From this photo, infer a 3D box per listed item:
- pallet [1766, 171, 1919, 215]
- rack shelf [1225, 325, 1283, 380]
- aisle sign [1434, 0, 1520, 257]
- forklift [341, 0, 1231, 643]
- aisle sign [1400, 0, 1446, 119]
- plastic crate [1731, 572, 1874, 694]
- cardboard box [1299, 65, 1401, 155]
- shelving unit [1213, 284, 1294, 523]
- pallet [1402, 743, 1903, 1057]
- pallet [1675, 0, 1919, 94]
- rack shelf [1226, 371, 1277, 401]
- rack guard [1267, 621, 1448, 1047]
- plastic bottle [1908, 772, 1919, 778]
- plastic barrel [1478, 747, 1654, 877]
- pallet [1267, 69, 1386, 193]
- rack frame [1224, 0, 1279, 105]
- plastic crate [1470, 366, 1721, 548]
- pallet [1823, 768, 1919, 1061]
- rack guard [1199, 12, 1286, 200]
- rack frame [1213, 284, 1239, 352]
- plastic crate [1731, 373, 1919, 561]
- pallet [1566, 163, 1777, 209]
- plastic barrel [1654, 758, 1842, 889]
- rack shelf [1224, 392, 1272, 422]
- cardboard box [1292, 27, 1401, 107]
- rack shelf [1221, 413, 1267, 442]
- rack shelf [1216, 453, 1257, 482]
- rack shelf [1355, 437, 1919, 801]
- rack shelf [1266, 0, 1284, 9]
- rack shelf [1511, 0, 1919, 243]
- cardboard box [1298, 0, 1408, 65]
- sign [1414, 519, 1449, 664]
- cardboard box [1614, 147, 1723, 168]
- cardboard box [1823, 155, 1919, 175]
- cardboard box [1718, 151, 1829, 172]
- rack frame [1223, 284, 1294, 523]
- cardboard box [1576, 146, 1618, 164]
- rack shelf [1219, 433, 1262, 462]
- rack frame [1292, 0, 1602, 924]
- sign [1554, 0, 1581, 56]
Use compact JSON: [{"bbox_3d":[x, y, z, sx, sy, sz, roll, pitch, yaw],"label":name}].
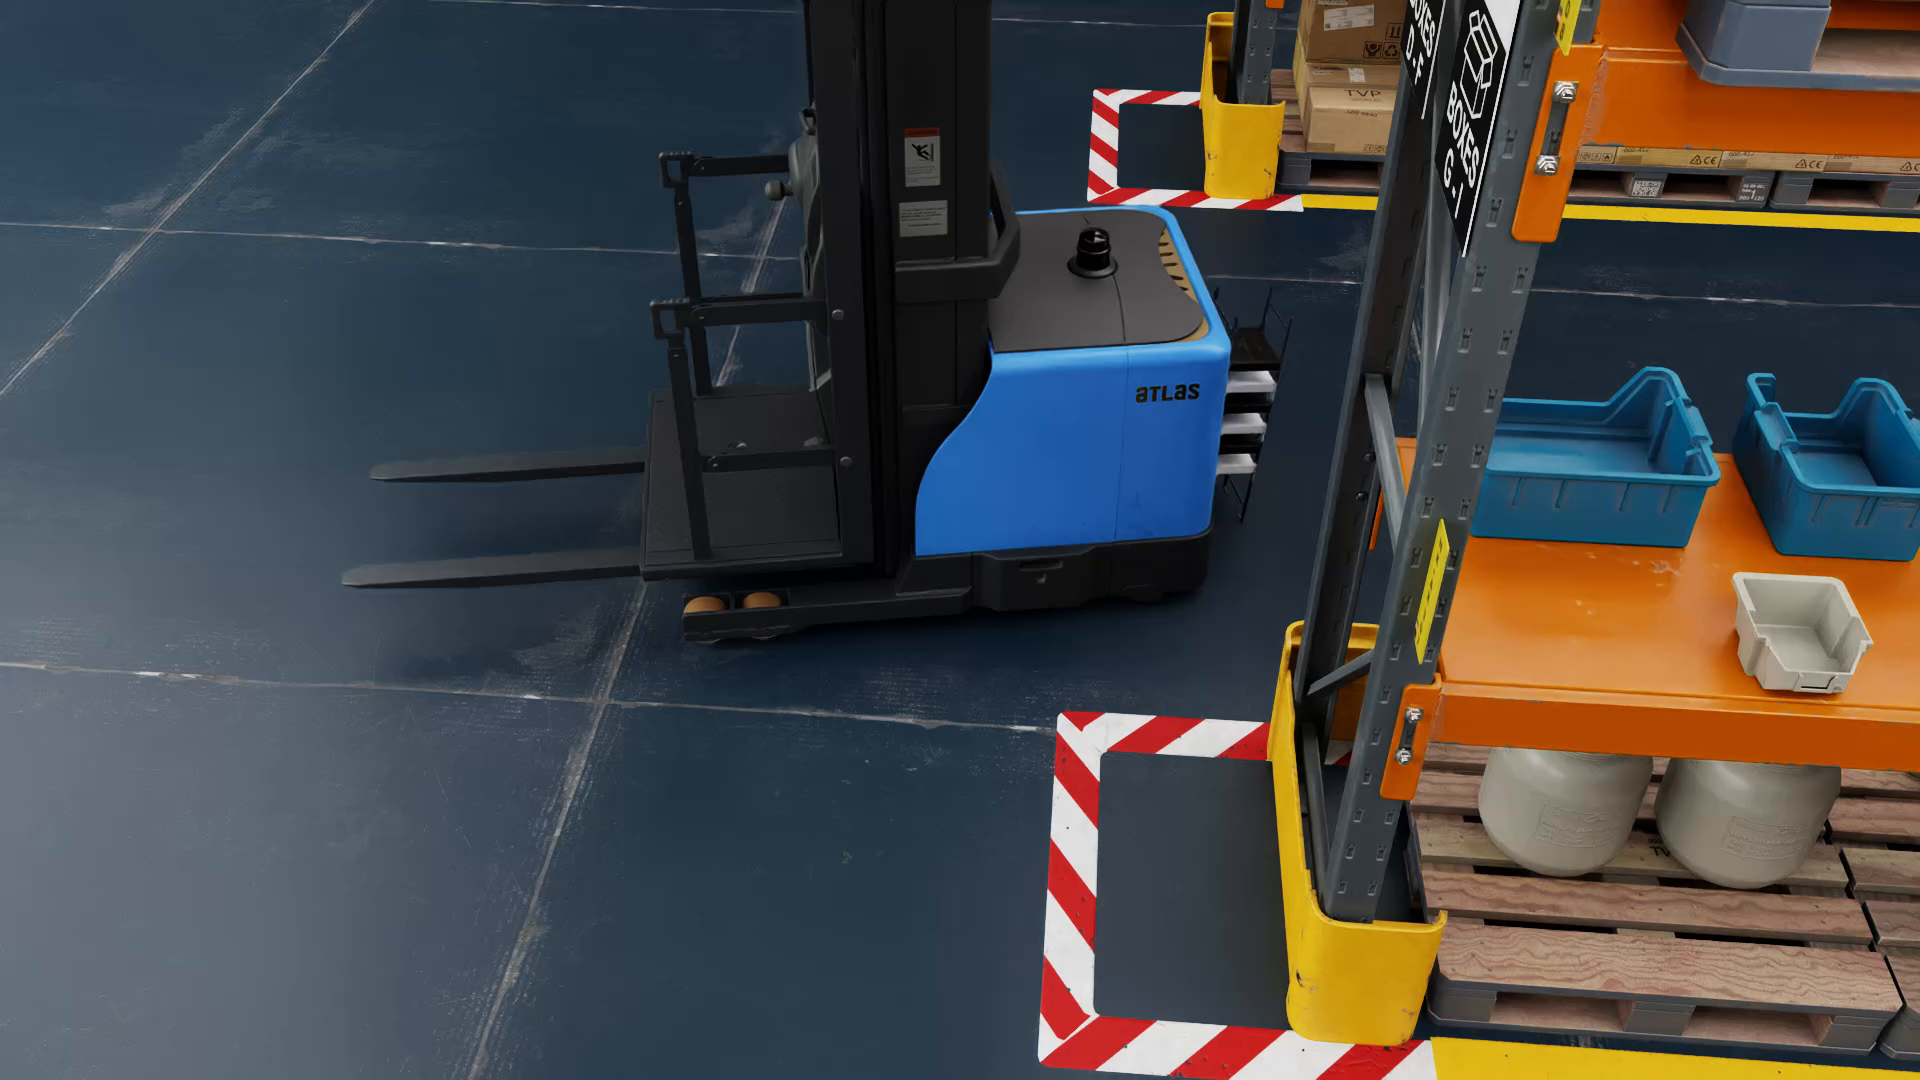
[{"bbox_3d":[4.675,-2.012,8.554,1.213,0.211,1.003,3,39,4],"label":"pallet"},{"bbox_3d":[1.017,-0.673,5.977,0.200,0.077,0.258,-2,39,-11],"label":"rack shelf"},{"bbox_3d":[0.951,-0.954,2.987,0.004,0.787,0.394,3,39,4],"label":"aisle sign"},{"bbox_3d":[-0.659,-1.129,5.316,3.031,2.935,1.130,-4,39,-5],"label":"forklift"},{"bbox_3d":[1.002,-1.325,3.443,0.004,0.787,0.394,3,39,4],"label":"aisle sign"},{"bbox_3d":[1.911,0.227,3.804,0.250,0.136,0.298,3,39,4],"label":"plastic crate"},{"bbox_3d":[1.994,-2.169,8.384,0.500,0.250,0.500,3,39,4],"label":"cardboard box"},{"bbox_3d":[0.995,-0.487,6.123,0.210,0.900,0.258,-2,39,-11],"label":"shelving unit"},{"bbox_3d":[1.936,0.977,4.882,1.213,0.211,1.003,3,39,4],"label":"pallet"},{"bbox_3d":[1.863,-1.110,3.011,1.213,0.211,1.003,3,39,4],"label":"pallet"},{"bbox_3d":[1.009,-0.602,6.032,0.200,0.077,0.258,-2,39,-11],"label":"rack shelf"},{"bbox_3d":[1.127,0.818,4.850,0.348,0.500,1.175,3,39,4],"label":"rack guard"},{"bbox_3d":[2.915,0.612,4.990,0.097,0.201,0.097,0,39,0],"label":"plastic bottle"},{"bbox_3d":[1.710,0.663,4.697,0.421,0.512,0.421,0,39,0],"label":"plastic barrel"},{"bbox_3d":[2.244,-2.145,8.718,1.213,0.211,1.003,3,39,4],"label":"pallet"},{"bbox_3d":[1.479,-3.242,7.856,0.127,3.000,1.000,3,39,4],"label":"rack frame"},{"bbox_3d":[1.572,-0.230,4.274,0.616,0.251,0.499,3,39,4],"label":"plastic crate"},{"bbox_3d":[3.148,1.045,4.799,1.213,0.211,1.003,3,39,4],"label":"pallet"},{"bbox_3d":[1.455,-2.273,8.647,0.348,0.500,1.175,3,39,4],"label":"rack guard"},{"bbox_3d":[0.896,-0.483,6.102,0.006,0.900,0.240,-2,39,-11],"label":"rack frame"},{"bbox_3d":[2.219,-0.191,4.226,0.408,0.251,0.499,3,39,4],"label":"plastic crate"},{"bbox_3d":[3.456,-2.077,8.634,1.213,0.211,1.003,3,39,4],"label":"pallet"},{"bbox_3d":[2.209,0.691,4.664,0.421,0.512,0.421,0,39,0],"label":"plastic barrel"},{"bbox_3d":[1.001,-0.532,6.088,0.200,0.077,0.258,-2,39,-11],"label":"rack shelf"},{"bbox_3d":[2.039,-2.495,8.784,0.500,0.250,0.500,3,39,4],"label":"cardboard box"},{"bbox_3d":[0.992,-0.461,6.143,0.200,0.077,0.258,-2,39,-11],"label":"rack shelf"},{"bbox_3d":[0.976,-0.320,6.254,0.200,0.077,0.258,-2,39,-11],"label":"rack shelf"},{"bbox_3d":[3.040,0.261,4.123,4.000,0.370,1.077,3,39,4],"label":"rack shelf"},{"bbox_3d":[3.471,-2.854,7.950,4.000,0.370,1.077,3,39,4],"label":"rack shelf"},{"bbox_3d":[3.040,-0.902,3.176,4.000,0.370,1.077,3,39,4],"label":"rack shelf"},{"bbox_3d":[2.039,-2.787,8.549,0.500,0.500,0.500,3,39,4],"label":"cardboard box"},{"bbox_3d":[0.996,0.112,3.517,0.005,0.325,0.100,3,39,4],"label":"sign"},{"bbox_3d":[3.488,-2.086,8.282,0.500,0.250,0.500,3,39,4],"label":"cardboard box"},{"bbox_3d":[4.486,-2.041,8.227,0.500,0.250,0.500,3,39,4],"label":"cardboard box"},{"bbox_3d":[3.986,-2.059,8.249,0.500,0.250,0.500,3,39,4],"label":"cardboard box"},{"bbox_3d":[1.095,-0.491,6.143,0.006,0.900,0.240,-2,39,-11],"label":"rack frame"},{"bbox_3d":[2.990,-2.116,8.320,0.500,0.250,0.500,3,39,4],"label":"cardboard box"},{"bbox_3d":[0.984,-0.391,6.198,0.200,0.077,0.258,-2,39,-11],"label":"rack shelf"},{"bbox_3d":[1.048,-0.126,4.029,0.127,3.000,1.000,3,39,4],"label":"rack frame"},{"bbox_3d":[0.996,-0.948,2.655,0.005,0.325,0.100,3,39,4],"label":"sign"}]
